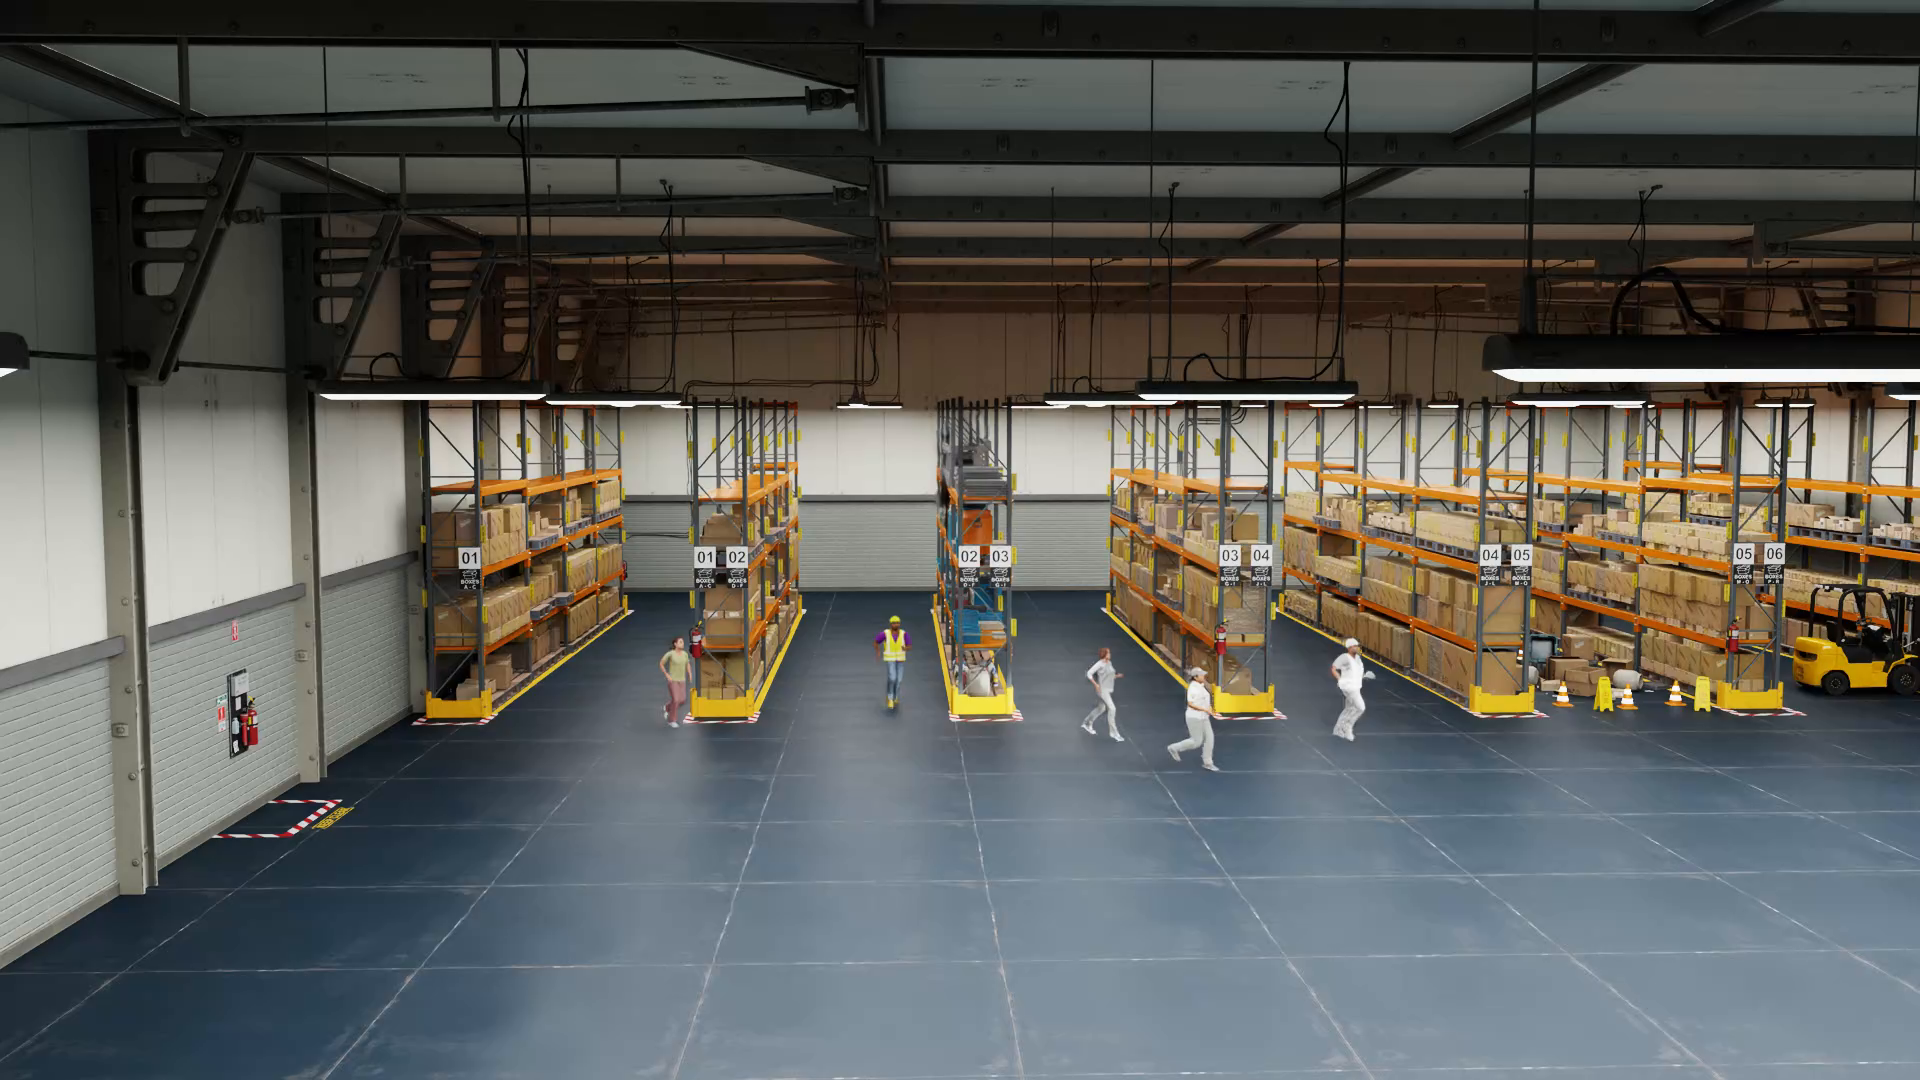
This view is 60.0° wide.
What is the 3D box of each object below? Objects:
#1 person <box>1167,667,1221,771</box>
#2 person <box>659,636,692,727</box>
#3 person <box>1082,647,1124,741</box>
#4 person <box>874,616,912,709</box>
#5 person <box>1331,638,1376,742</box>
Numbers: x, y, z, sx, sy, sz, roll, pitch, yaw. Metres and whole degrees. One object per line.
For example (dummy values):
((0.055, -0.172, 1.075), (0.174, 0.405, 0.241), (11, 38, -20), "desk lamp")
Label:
((3.759, 2.861, 26.592), (0.841, 1.667, 0.607), (2, 5, 21), "person")
((-5.205, 2.583, 30.416), (0.634, 1.609, 0.555), (-4, 6, -43), "person")
((2.501, 2.666, 29.002), (0.821, 1.620, 0.523), (2, 5, 24), "person")
((-1.264, 2.365, 32.136), (0.670, 1.801, 0.728), (-1, 5, -18), "person")
((6.838, 2.607, 28.948), (0.715, 1.796, 0.655), (3, 5, 35), "person")
